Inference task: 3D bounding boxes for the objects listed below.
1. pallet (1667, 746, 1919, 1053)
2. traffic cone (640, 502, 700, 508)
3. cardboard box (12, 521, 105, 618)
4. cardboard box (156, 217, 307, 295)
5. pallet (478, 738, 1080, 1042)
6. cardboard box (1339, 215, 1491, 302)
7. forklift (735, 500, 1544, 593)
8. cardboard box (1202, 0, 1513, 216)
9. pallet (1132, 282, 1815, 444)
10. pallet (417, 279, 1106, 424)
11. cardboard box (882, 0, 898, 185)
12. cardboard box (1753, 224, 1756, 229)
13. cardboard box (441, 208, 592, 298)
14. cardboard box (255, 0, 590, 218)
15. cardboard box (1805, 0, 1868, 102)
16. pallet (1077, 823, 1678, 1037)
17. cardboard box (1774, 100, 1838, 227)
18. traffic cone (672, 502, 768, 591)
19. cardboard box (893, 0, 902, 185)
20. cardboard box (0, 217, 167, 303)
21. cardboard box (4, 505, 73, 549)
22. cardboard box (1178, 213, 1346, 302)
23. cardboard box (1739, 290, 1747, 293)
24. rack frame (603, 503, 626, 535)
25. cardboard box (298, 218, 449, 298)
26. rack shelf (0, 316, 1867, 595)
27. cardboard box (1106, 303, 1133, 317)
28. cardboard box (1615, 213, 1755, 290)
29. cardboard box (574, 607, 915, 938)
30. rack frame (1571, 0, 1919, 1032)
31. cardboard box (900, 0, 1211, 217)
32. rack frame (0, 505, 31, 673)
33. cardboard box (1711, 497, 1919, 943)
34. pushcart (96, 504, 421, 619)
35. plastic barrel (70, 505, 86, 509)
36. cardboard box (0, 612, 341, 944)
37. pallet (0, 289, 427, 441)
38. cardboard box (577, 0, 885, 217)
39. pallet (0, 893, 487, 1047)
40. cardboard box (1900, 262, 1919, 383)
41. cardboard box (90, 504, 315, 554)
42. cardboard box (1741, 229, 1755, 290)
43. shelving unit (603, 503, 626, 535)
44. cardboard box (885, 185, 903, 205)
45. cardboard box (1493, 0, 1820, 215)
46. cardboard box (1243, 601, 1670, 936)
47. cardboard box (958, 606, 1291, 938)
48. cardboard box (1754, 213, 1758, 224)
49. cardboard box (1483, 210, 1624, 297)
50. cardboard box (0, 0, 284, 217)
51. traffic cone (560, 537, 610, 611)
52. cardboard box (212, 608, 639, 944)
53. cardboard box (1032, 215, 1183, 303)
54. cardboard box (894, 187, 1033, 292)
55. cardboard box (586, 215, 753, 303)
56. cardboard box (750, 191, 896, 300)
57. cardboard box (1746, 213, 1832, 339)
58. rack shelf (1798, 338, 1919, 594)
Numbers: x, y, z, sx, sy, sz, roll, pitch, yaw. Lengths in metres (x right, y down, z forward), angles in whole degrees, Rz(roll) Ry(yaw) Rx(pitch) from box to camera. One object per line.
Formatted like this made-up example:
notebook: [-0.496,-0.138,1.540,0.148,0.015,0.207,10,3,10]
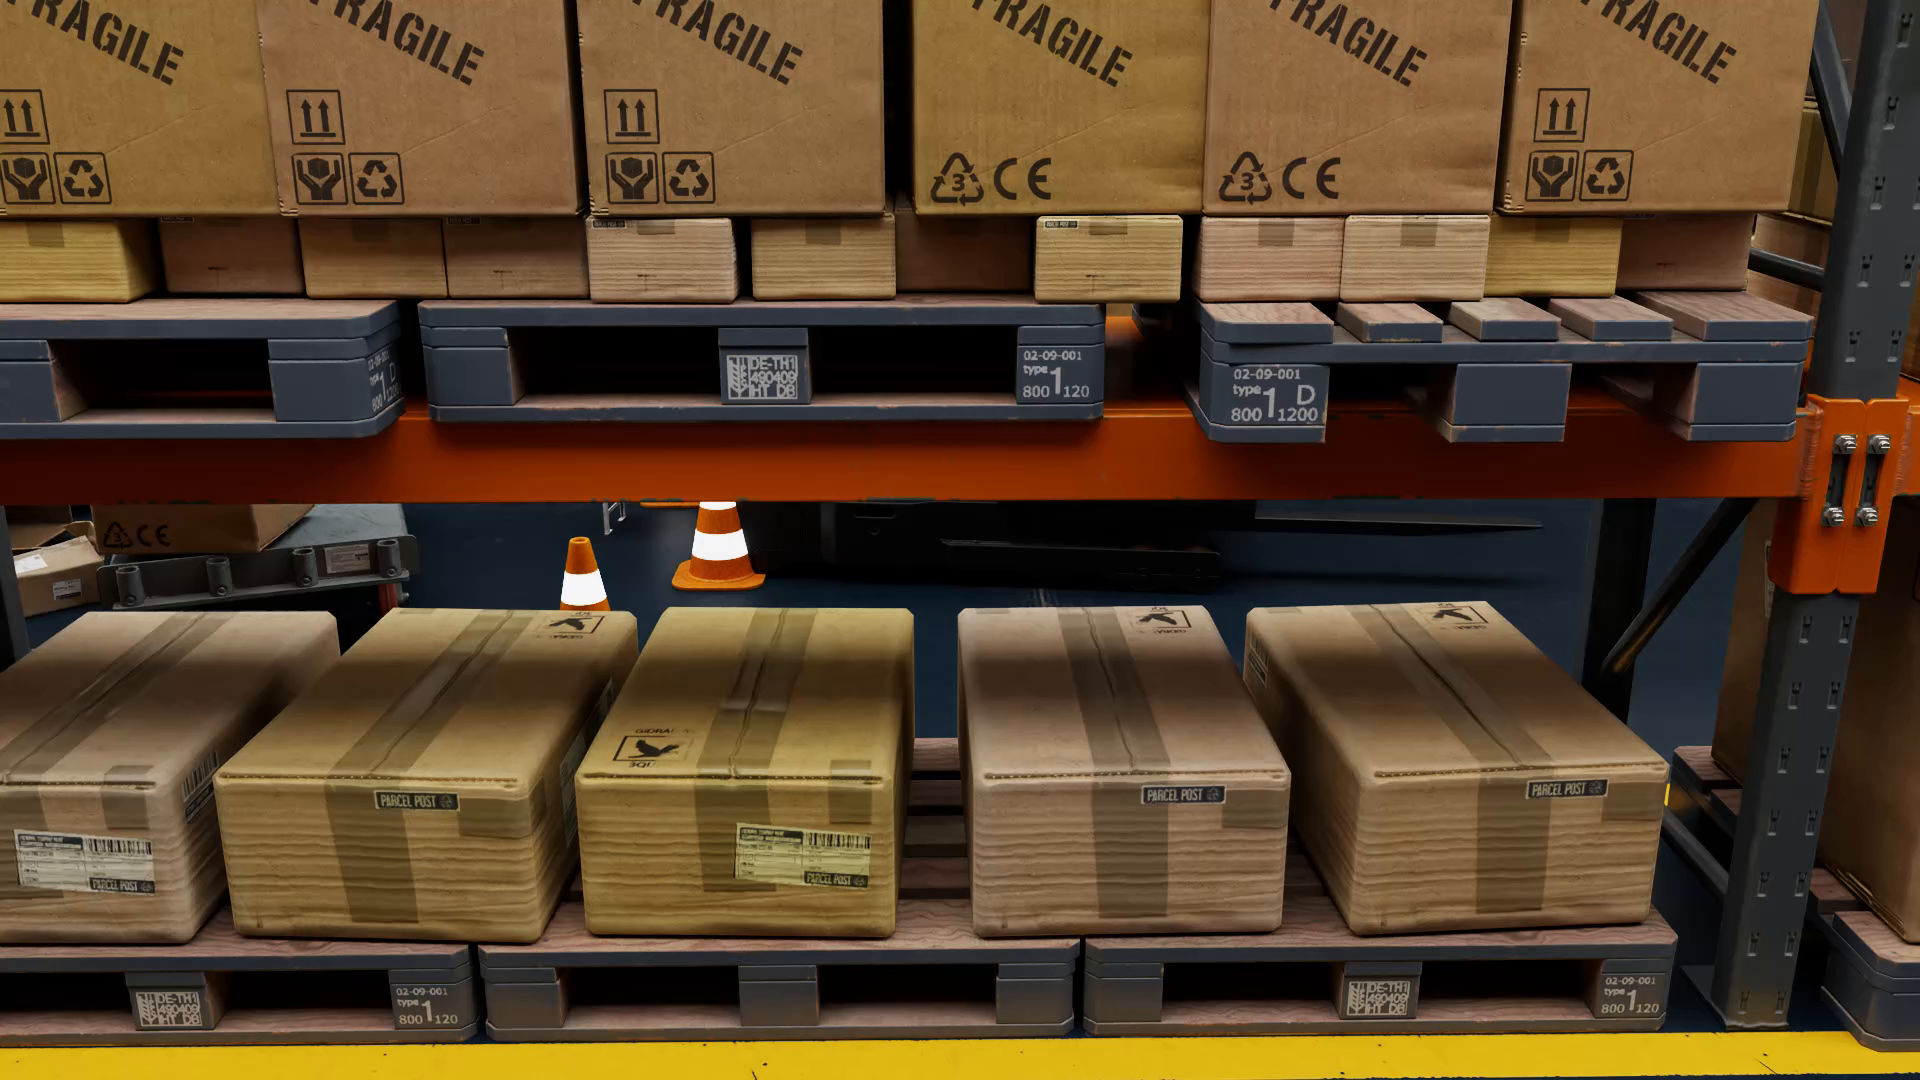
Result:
pallet: [2.415,0.773,3.792,1.213,0.211,1.003,0,18,-1]
traffic cone: [-1.188,-0.403,7.047,0.334,0.463,0.336,0,18,-1]
cardboard box: [-3.222,0.096,5.815,0.396,0.266,0.258,-15,23,-39]
cardboard box: [-1.284,-0.564,3.120,0.250,0.149,0.380,1,18,3]
pallet: [-0.372,0.762,3.826,1.213,0.211,1.003,0,18,-1]
cardboard box: [0.784,-0.543,3.052,0.250,0.149,0.380,0,18,-1]
forklift: [0.621,-1.377,6.042,3.031,2.935,1.130,2,18,5]
cardboard box: [0.659,-0.870,3.012,0.500,0.500,0.500,-1,18,-2]
pallet: [0.915,-0.447,3.343,1.003,0.211,1.213,0,18,-1]
pallet: [-0.353,-0.461,3.387,1.213,0.211,1.003,0,18,-1]
cardboard box: [-0.380,-1.022,3.486,0.500,0.500,0.500,-1,18,-3]
cardboard box: [4.191,-1.392,8.154,0.500,0.250,0.500,1,18,2]
cardboard box: [-0.779,-0.554,3.086,0.250,0.149,0.380,0,18,0]
cardboard box: [-0.905,-0.859,2.978,0.500,0.500,0.500,0,18,-1]
cardboard box: [2.139,-1.180,3.515,0.500,0.500,0.500,-1,18,-2]
pallet: [0.844,0.757,3.842,1.213,0.211,1.003,0,18,-1]
cardboard box: [2.106,-0.821,3.622,0.500,0.250,0.500,0,18,-1]
traffic cone: [-0.882,-0.087,6.062,0.334,0.463,0.336,0,18,-1]
cardboard box: [0.120,-1.022,3.486,0.500,0.500,0.500,0,18,0]
cardboard box: [-1.566,-0.540,3.043,0.250,0.149,0.380,0,18,0]
cardboard box: [-3.722,-0.200,6.125,0.503,0.637,0.797,0,18,-1]
cardboard box: [0.532,-0.544,3.056,0.250,0.149,0.380,-1,18,-3]
cardboard box: [3.684,-1.030,8.254,0.500,0.500,0.500,-1,18,-2]
rack frame: [-1.393,-0.627,6.538,0.015,1.200,0.240,2,18,5]
cardboard box: [-1.026,-0.553,3.084,0.250,0.149,0.380,0,18,0]
rack shelf: [-0.374,-0.222,3.506,4.000,0.370,1.077,0,18,-1]
cardboard box: [0.836,-1.239,8.494,0.750,0.750,1.050,-1,18,-2]
cardboard box: [1.302,-0.581,3.172,0.250,0.149,0.380,0,18,1]
cardboard box: [-0.435,0.485,3.740,0.625,0.372,0.950,0,18,1]
rack frame: [1.626,-0.574,3.426,0.127,3.000,1.000,0,18,-1]
cardboard box: [0.154,-0.867,3.003,0.500,0.500,0.500,-1,18,-5]
rack frame: [-2.374,-0.555,3.366,0.127,3.000,1.000,0,18,-1]
cardboard box: [2.318,0.260,3.618,0.875,0.875,0.875,0,18,-1]
pushcart: [-2.460,-0.002,5.937,0.936,0.377,1.648,-7,19,-20]
plastic barrel: [-3.663,-0.365,6.993,0.421,0.421,0.512,14,22,37]
cardboard box: [-1.849,0.493,3.714,0.625,0.372,0.950,0,18,0]
pallet: [-1.607,-0.423,3.268,1.213,0.211,1.003,0,18,-1]
cardboard box: [-0.392,-0.865,2.996,0.500,0.500,0.500,-1,18,-3]
pallet: [-1.595,0.769,3.805,1.213,0.211,1.003,0,18,-1]
cardboard box: [2.119,-0.428,3.217,0.500,0.250,0.500,-1,18,-2]
cardboard box: [-2.432,-0.269,5.327,0.500,0.500,0.500,0,18,-1]
cardboard box: [3.663,-1.385,8.133,0.500,0.250,0.500,-1,18,-3]
shelving unit: [-1.150,-0.620,6.516,0.503,1.200,0.258,2,18,5]
cardboard box: [-0.057,-0.698,3.536,0.250,0.149,0.380,0,18,1]
cardboard box: [1.176,-0.876,3.030,0.500,0.500,0.500,-1,18,-2]
cardboard box: [1.061,0.477,3.765,0.625,0.372,0.950,-1,18,-5]
cardboard box: [0.323,0.483,3.746,0.625,0.372,0.950,-1,18,-2]
cardboard box: [4.171,-1.545,8.631,0.500,0.250,0.500,0,18,1]
cardboard box: [1.035,-0.558,3.099,0.250,0.149,0.380,0,18,0]
cardboard box: [-1.400,-0.861,2.983,0.500,0.500,0.500,0,18,-1]
traffic cone: [-1.156,0.220,5.105,0.334,0.463,0.336,0,18,-1]
cardboard box: [-1.131,0.489,3.728,0.625,0.372,0.950,1,18,3]
cardboard box: [0.257,-0.538,3.039,0.250,0.149,0.380,0,18,0]
cardboard box: [0.004,-0.576,3.155,0.250,0.149,0.380,0,18,0]
cardboard box: [-0.512,-0.539,3.041,0.250,0.149,0.380,0,18,1]
cardboard box: [-0.246,-0.549,3.073,0.250,0.149,0.380,-1,18,-3]
cardboard box: [2.127,-0.584,3.704,0.500,0.250,0.500,-1,18,-3]
rack shelf: [3.626,-0.241,3.566,4.000,0.370,1.077,0,18,-1]
